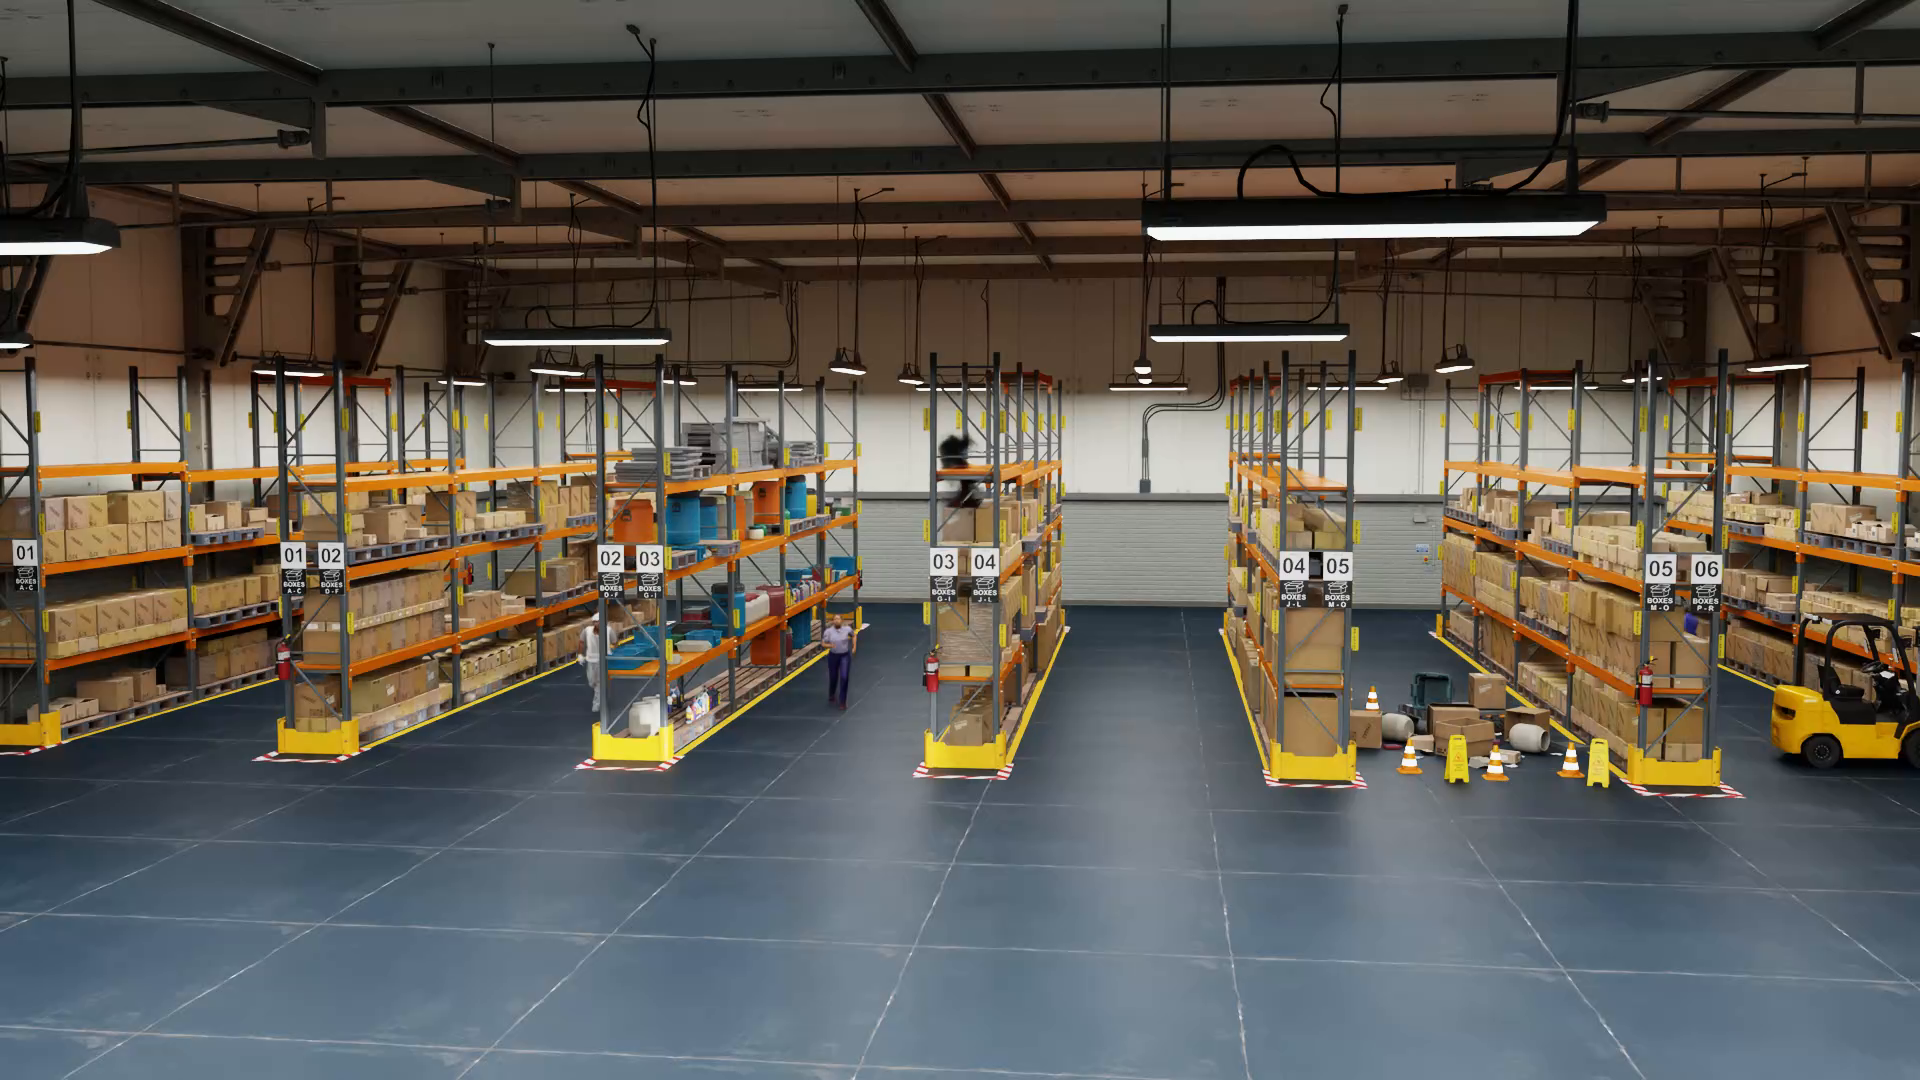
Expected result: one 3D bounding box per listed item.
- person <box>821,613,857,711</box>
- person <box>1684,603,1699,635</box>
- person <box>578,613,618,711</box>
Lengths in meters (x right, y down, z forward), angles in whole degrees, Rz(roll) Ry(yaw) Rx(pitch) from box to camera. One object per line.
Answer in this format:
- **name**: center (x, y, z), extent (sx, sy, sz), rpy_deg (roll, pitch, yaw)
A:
- **person**: center (-2.125, 2.126, 29.248), extent (0.604, 1.678, 0.902), rpy_deg (0, 4, -1)
- **person**: center (13.580, 1.998, 31.031), extent (0.489, 1.650, 0.740), rpy_deg (-1, 4, -13)
- **person**: center (-6.294, 2.105, 28.947), extent (0.685, 1.708, 0.696), rpy_deg (-1, 4, -10)
